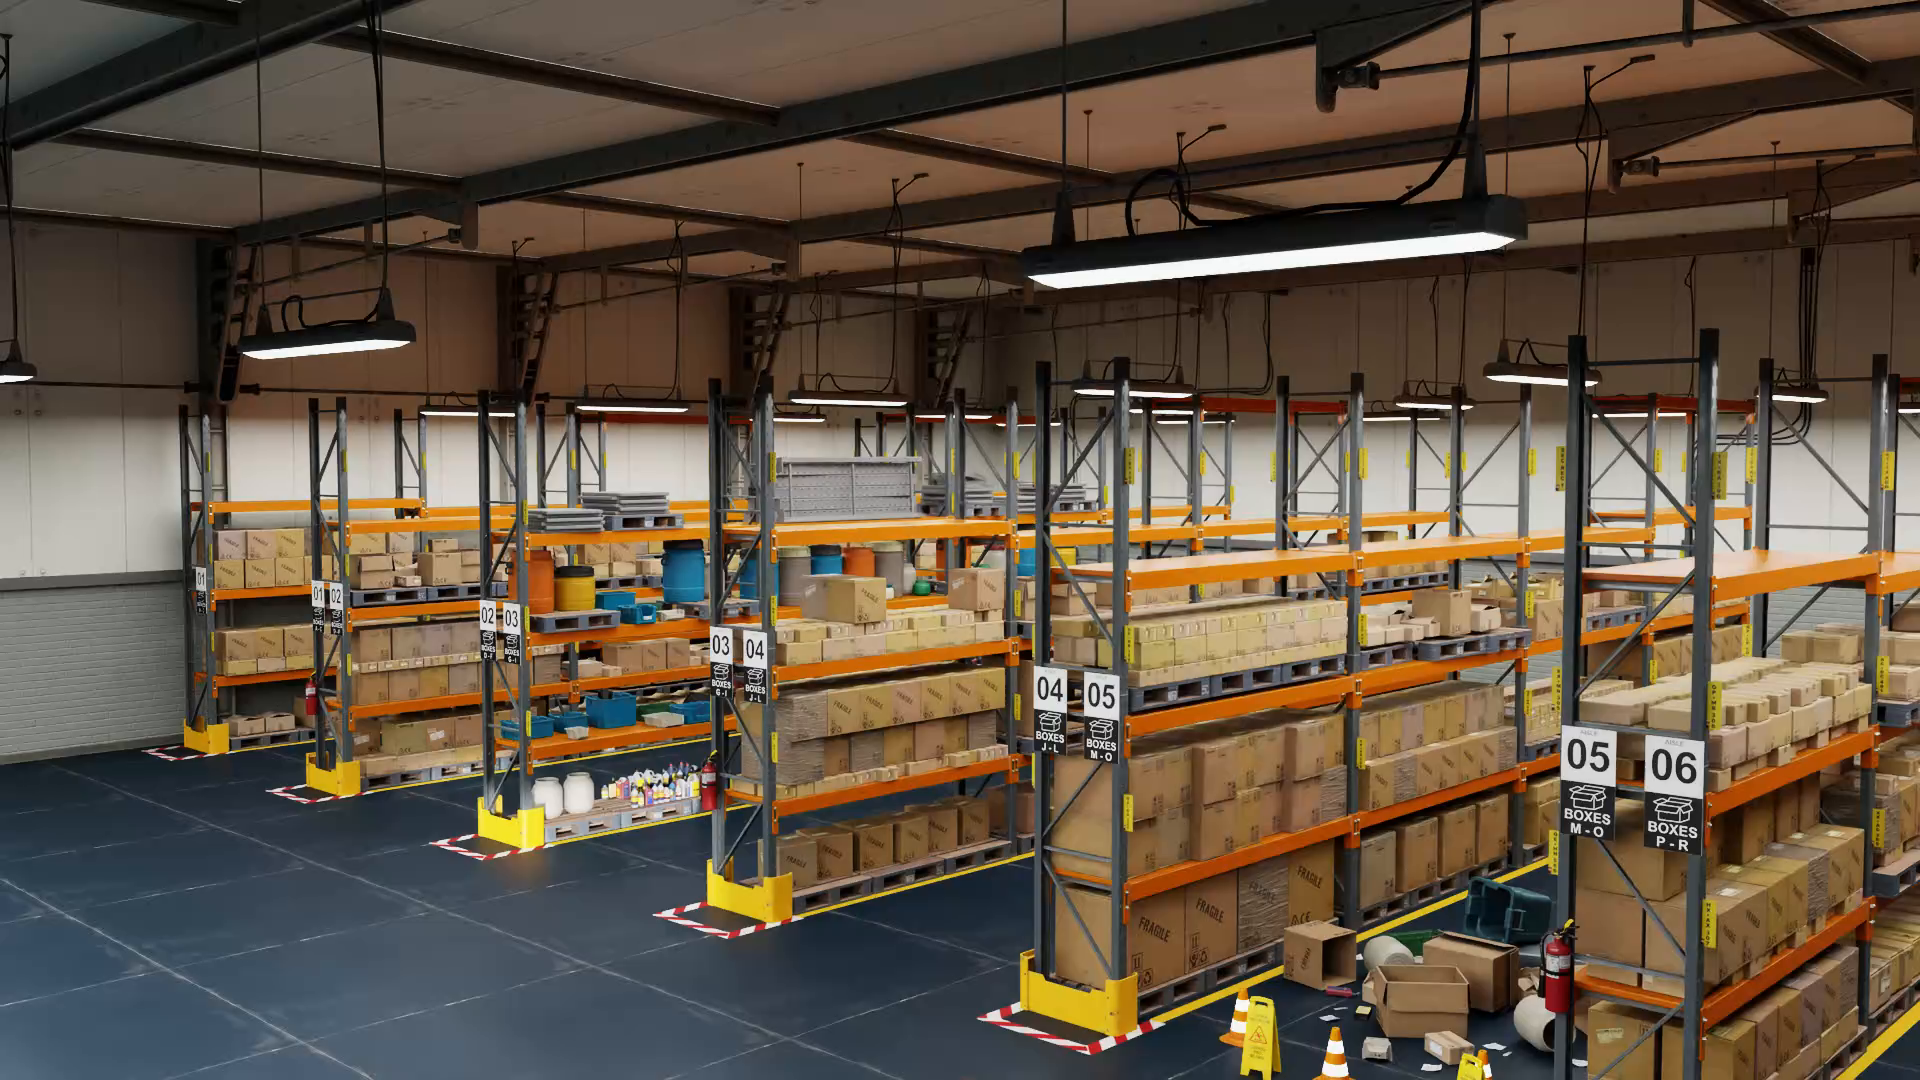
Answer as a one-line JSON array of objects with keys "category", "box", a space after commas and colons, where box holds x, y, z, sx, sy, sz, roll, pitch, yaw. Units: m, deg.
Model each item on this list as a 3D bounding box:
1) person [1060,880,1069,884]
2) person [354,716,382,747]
[{"category": "person", "box": [1.311, 3.387, 17.764, 0.716, 1.724, 0.745, 3, 4, 42]}, {"category": "person", "box": [-9.977, 2.890, 27.699, 0.519, 1.626, 0.797, 1, 3, 23]}]
